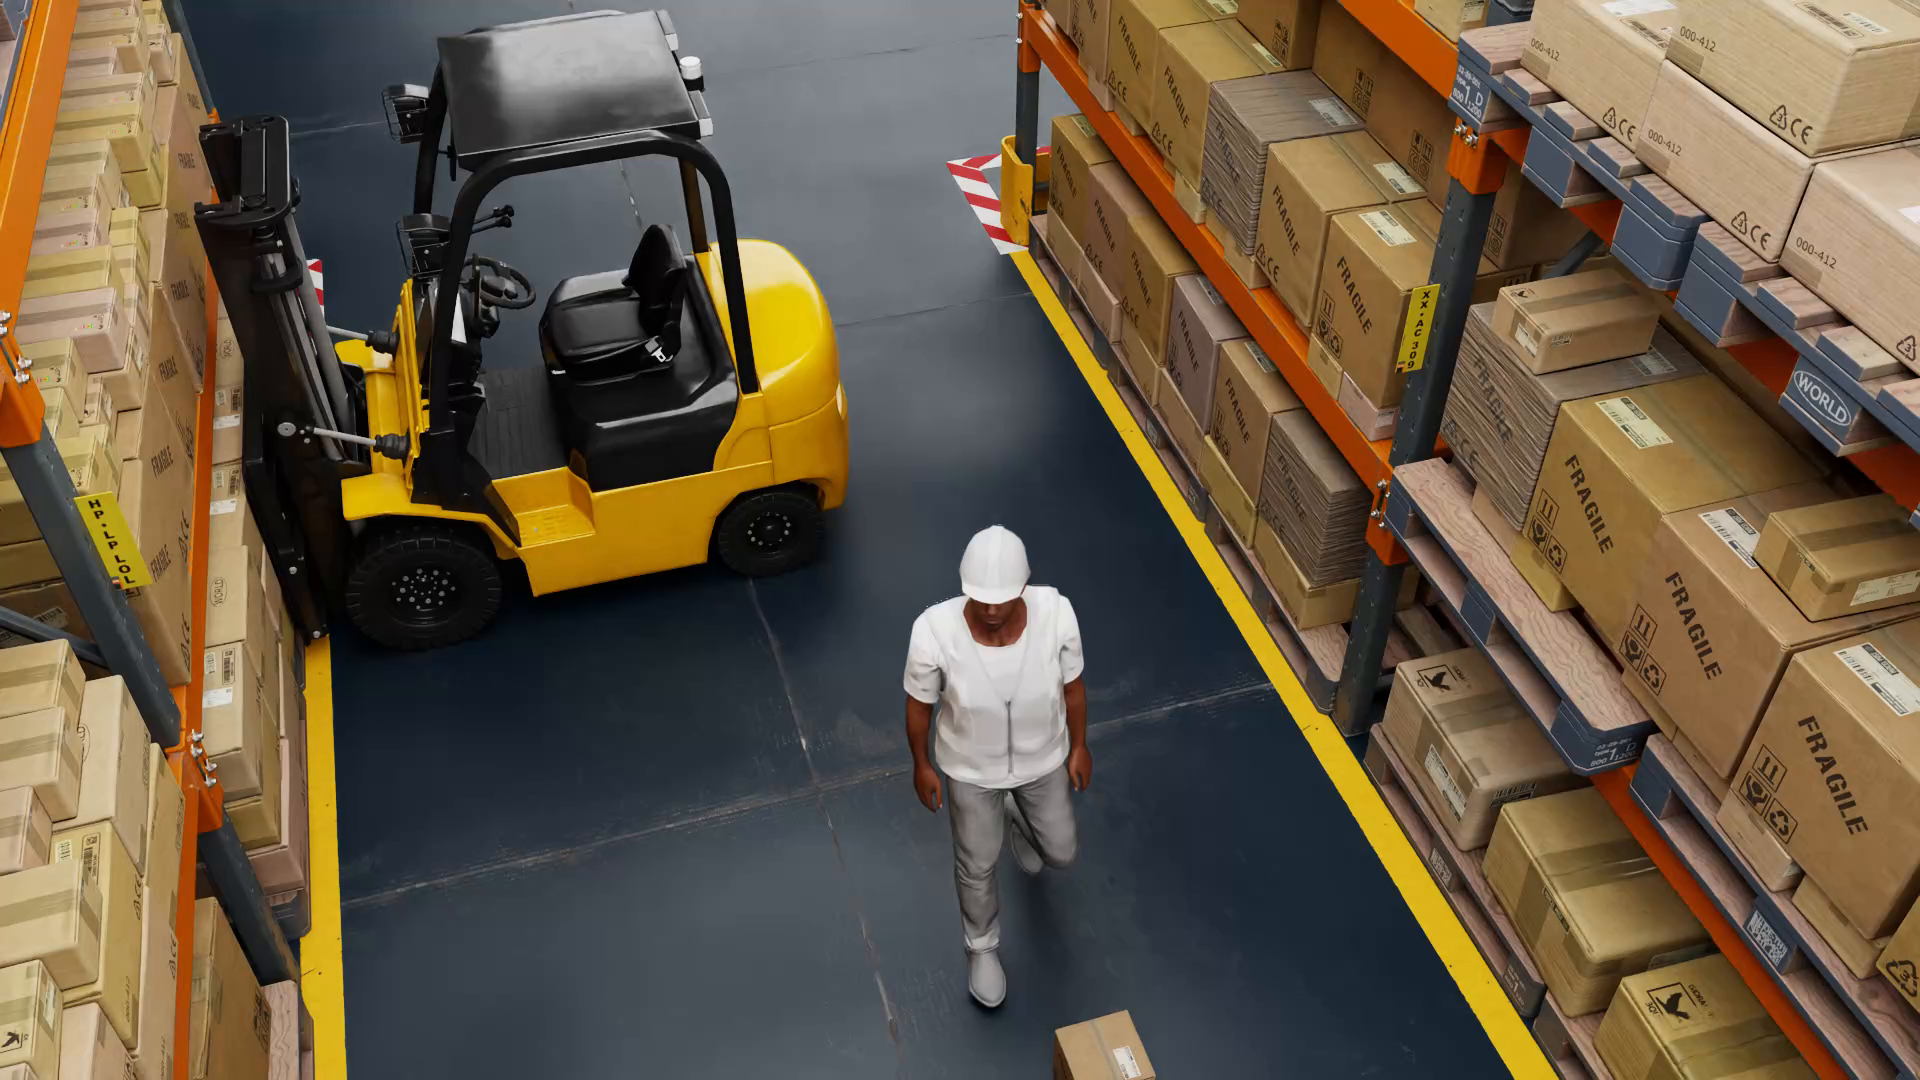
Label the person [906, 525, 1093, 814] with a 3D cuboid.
[{"bbox_3d":[0.129,0.422,5.140,0.600,1.082,0.355,-7,42,-8],"label":"person"}]
